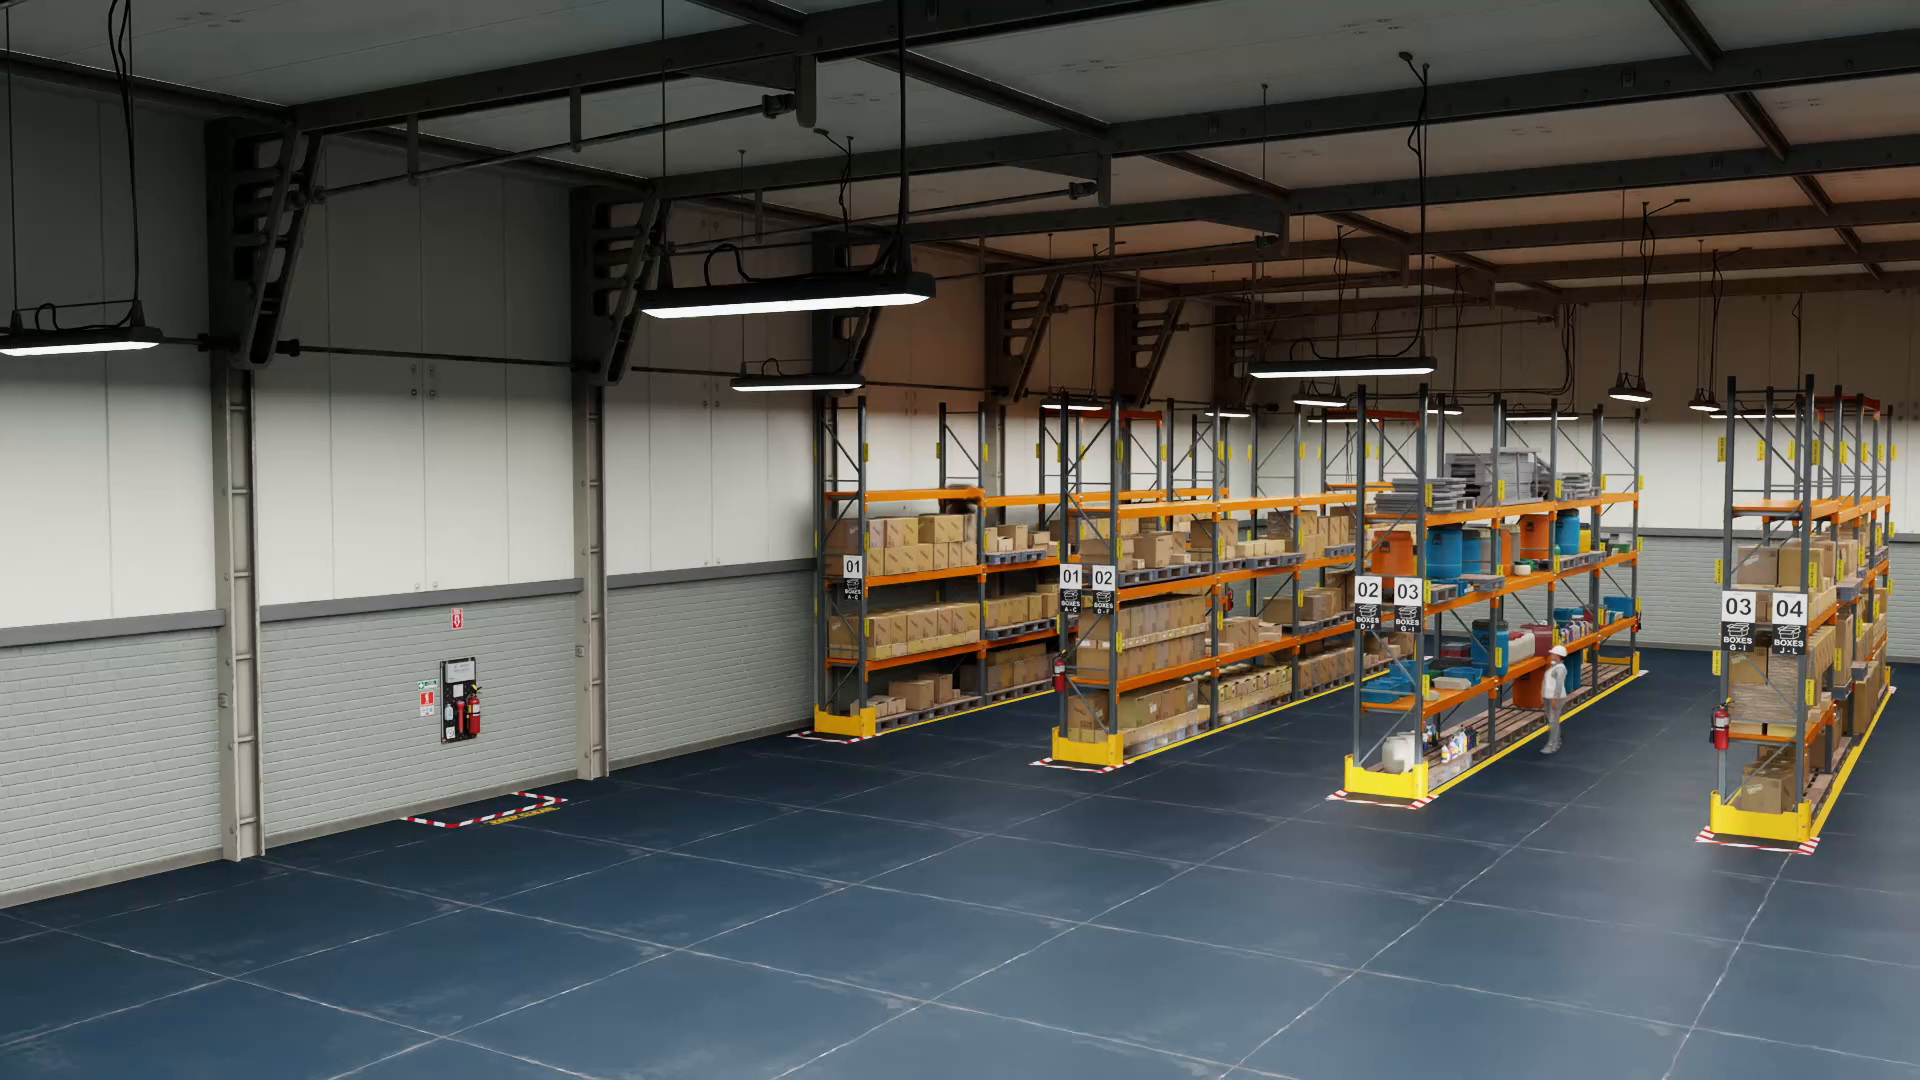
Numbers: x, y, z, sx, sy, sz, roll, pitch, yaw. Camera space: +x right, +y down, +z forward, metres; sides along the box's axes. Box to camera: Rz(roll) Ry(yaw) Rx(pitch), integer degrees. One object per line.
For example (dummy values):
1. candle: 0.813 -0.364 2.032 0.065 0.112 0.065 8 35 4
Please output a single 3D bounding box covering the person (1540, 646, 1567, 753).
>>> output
1. person: 9.919 2.663 27.883 0.544 1.787 0.544 -1 3 -11
